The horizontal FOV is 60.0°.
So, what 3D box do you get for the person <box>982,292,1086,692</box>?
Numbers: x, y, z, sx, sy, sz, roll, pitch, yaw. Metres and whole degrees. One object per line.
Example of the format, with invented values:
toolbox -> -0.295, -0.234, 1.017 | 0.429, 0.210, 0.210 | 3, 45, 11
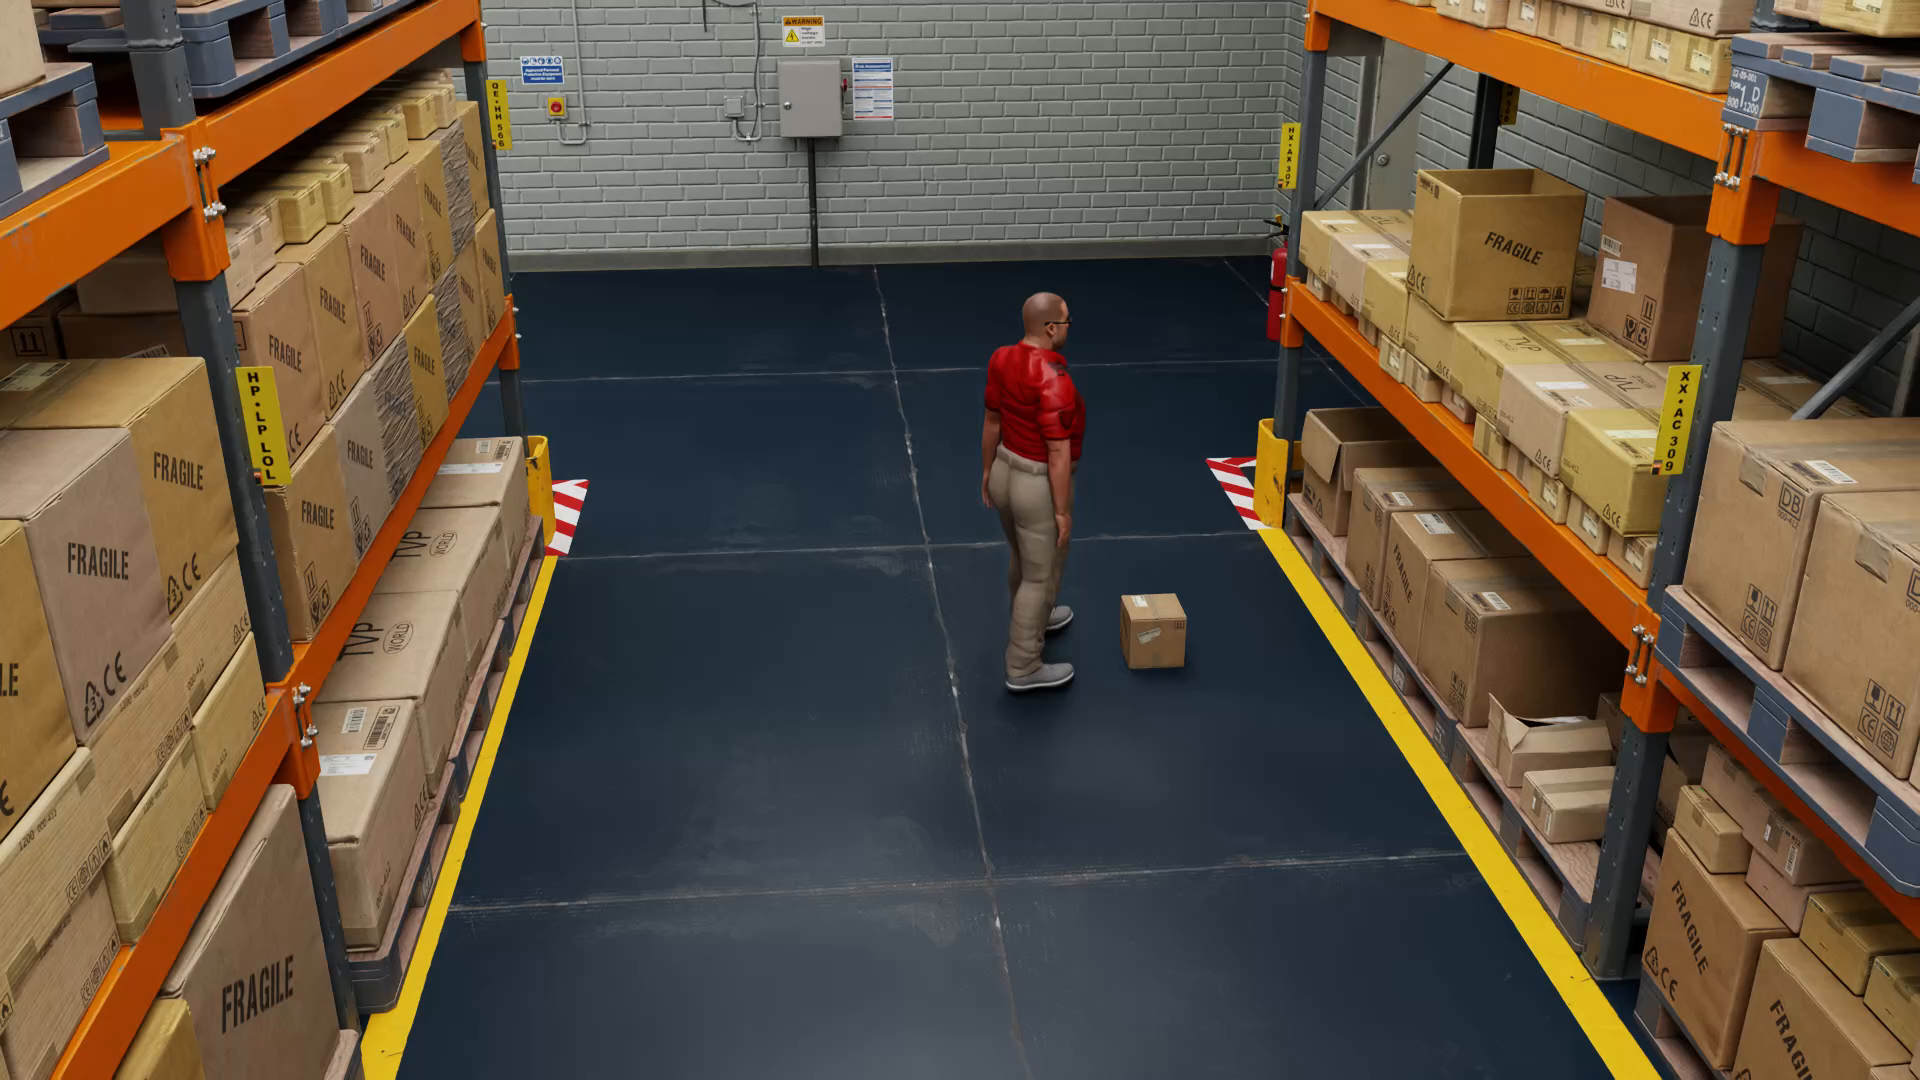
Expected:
person -> 0.397, -0.245, 7.152 | 0.629, 1.723, 0.625 | -15, 27, -30
